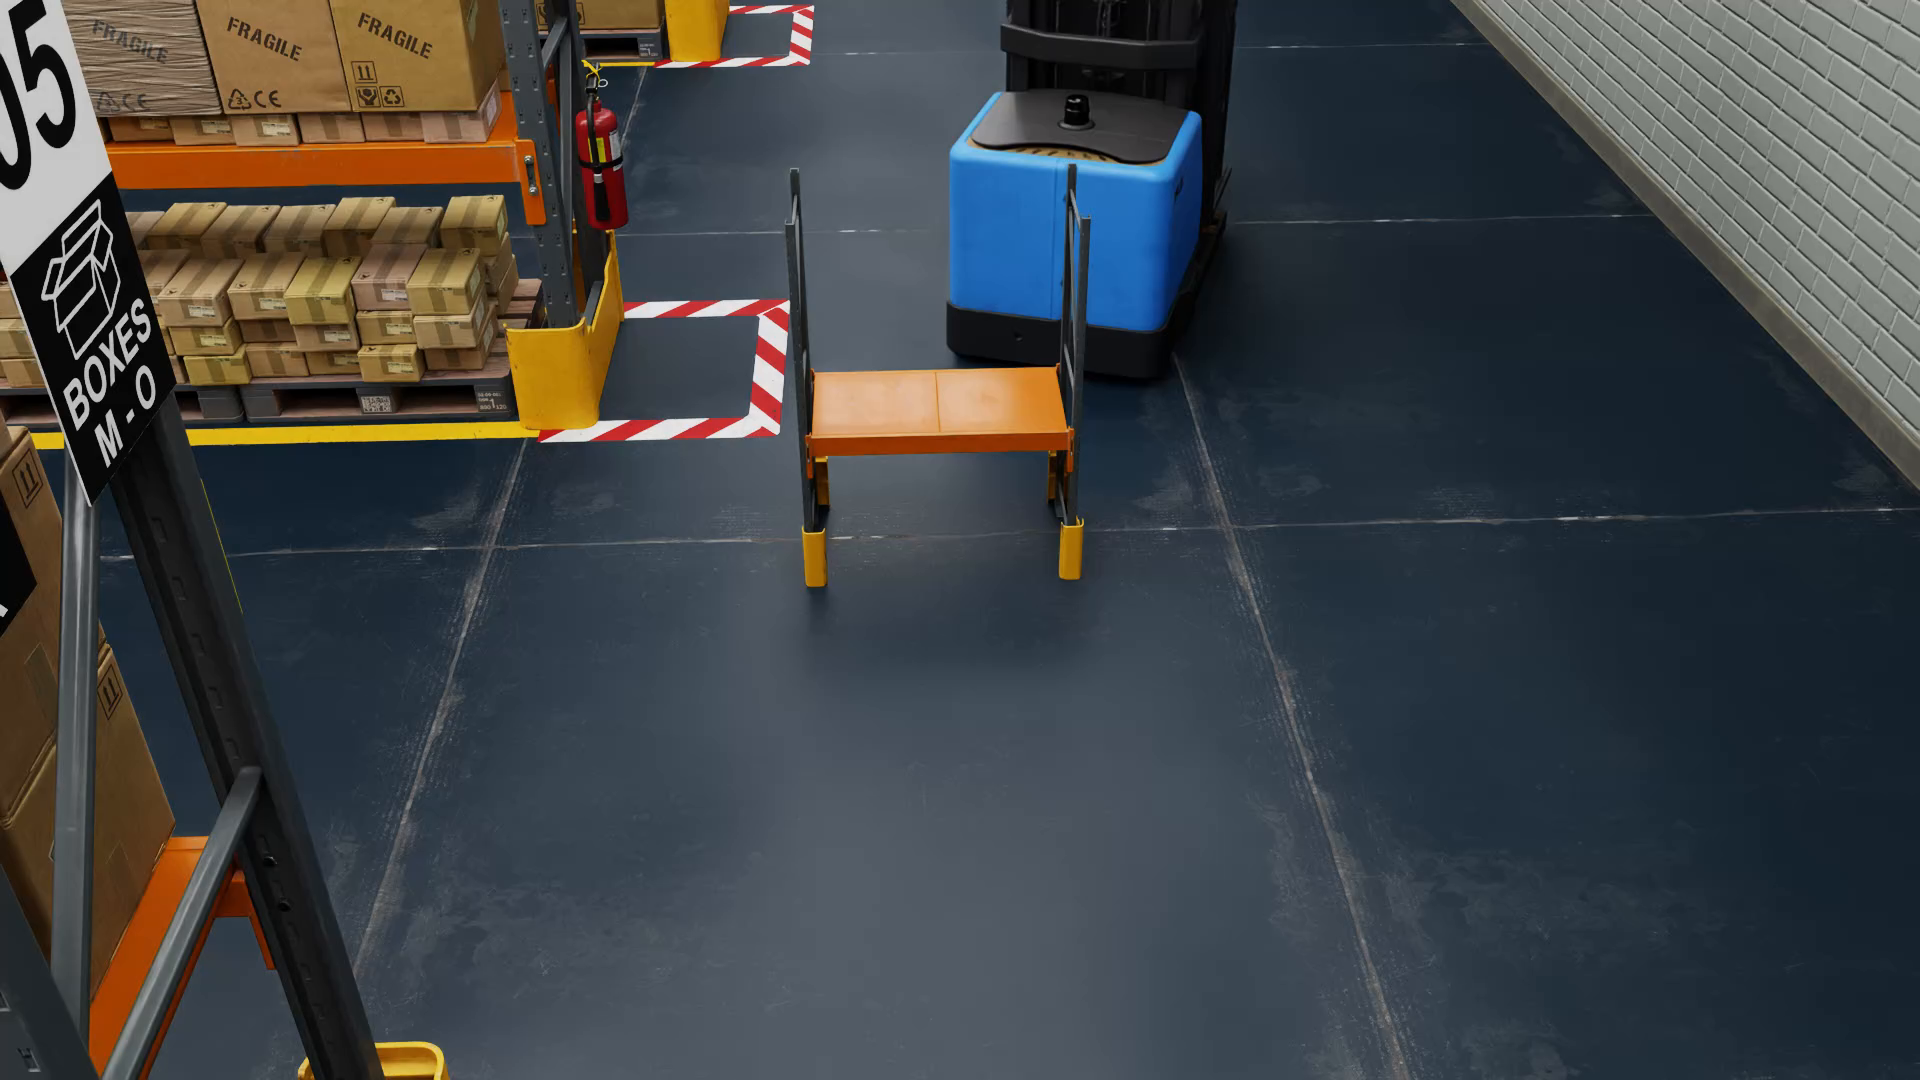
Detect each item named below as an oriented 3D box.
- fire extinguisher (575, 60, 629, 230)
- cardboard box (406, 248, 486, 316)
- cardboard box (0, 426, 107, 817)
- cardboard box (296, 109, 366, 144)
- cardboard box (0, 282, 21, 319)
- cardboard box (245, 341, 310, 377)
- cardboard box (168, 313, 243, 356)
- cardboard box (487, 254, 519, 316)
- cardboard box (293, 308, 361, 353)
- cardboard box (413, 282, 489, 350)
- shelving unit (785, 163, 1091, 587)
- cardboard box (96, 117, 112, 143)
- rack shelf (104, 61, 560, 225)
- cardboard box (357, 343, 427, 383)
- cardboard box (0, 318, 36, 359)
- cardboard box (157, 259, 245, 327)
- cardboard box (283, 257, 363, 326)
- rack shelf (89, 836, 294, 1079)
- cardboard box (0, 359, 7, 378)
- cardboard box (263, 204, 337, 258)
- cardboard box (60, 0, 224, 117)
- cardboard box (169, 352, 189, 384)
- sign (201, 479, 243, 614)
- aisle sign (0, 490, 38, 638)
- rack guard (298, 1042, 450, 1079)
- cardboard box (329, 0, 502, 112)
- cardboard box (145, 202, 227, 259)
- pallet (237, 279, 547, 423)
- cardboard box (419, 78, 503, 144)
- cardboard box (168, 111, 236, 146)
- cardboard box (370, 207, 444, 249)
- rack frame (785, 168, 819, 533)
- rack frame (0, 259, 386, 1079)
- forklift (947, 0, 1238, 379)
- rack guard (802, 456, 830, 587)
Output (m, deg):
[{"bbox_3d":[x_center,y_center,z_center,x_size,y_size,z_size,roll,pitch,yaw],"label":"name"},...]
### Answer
[{"bbox_3d":[-1.488,-1.622,6.854,0.183,0.674,0.296,-2,35,-2],"label":"fire extinguisher"},{"bbox_3d":[-2.278,-1.150,7.389,0.250,0.149,0.380,-1,35,-2],"label":"cardboard box"},{"bbox_3d":[-1.919,0.147,2.936,0.500,0.500,0.500,-2,35,-3],"label":"cardboard box"},{"bbox_3d":[-2.573,-1.790,6.921,0.250,0.149,0.380,-2,35,-3],"label":"cardboard box"},{"bbox_3d":[-4.089,-1.135,7.368,0.250,0.149,0.380,-3,35,-4],"label":"cardboard box"},{"bbox_3d":[-3.043,-0.894,7.542,0.250,0.149,0.380,-1,35,-2],"label":"cardboard box"},{"bbox_3d":[-3.310,-0.973,7.395,0.250,0.149,0.380,-1,35,-2],"label":"cardboard box"},{"bbox_3d":[-2.300,-1.231,8.029,0.250,0.149,0.380,-1,35,-1],"label":"cardboard box"},{"bbox_3d":[-2.794,-0.994,7.426,0.250,0.149,0.380,-3,35,-4],"label":"cardboard box"},{"bbox_3d":[-2.275,-1.009,7.447,0.250,0.149,0.380,-2,35,-4],"label":"cardboard box"},{"bbox_3d":[-0.076,-0.615,6.320,1.083,1.500,0.587,-2,35,-2],"label":"shelving unit"},{"bbox_3d":[-3.629,-1.789,6.920,0.250,0.149,0.380,-1,35,-1],"label":"cardboard box"},{"bbox_3d":[-3.759,-1.713,7.222,4.000,0.370,1.077,-2,35,-2],"label":"rack shelf"},{"bbox_3d":[-2.529,-0.866,7.502,0.250,0.149,0.380,-1,35,-1],"label":"cardboard box"},{"bbox_3d":[-4.088,-0.961,7.378,0.250,0.149,0.380,-2,35,-3],"label":"cardboard box"},{"bbox_3d":[-3.312,-1.087,7.298,0.250,0.149,0.380,0,35,0],"label":"cardboard box"},{"bbox_3d":[-2.784,-1.096,7.312,0.250,0.149,0.380,-2,35,-3],"label":"cardboard box"},{"bbox_3d":[-3.424,1.098,3.160,4.000,0.370,1.077,-2,35,-2],"label":"rack shelf"},{"bbox_3d":[-4.348,-0.889,7.534,0.250,0.149,0.380,-3,35,-4],"label":"cardboard box"},{"bbox_3d":[-3.072,-1.424,7.784,0.250,0.149,0.380,-3,35,-5],"label":"cardboard box"},{"bbox_3d":[-3.218,-2.038,6.710,0.500,0.500,0.500,-1,35,-2],"label":"cardboard box"},{"bbox_3d":[-3.569,-0.856,7.487,0.250,0.149,0.380,-1,35,-1],"label":"cardboard box"},{"bbox_3d":[-1.446,0.044,3.220,0.005,0.325,0.100,-2,35,-2],"label":"sign"},{"bbox_3d":[-1.339,-0.147,2.042,0.004,0.787,0.394,-2,35,-2],"label":"aisle sign"},{"bbox_3d":[-1.402,1.775,3.746,0.348,0.500,1.175,-2,35,-2],"label":"rack guard"},{"bbox_3d":[-2.198,-2.068,6.753,0.500,0.500,0.500,-1,35,-1],"label":"cardboard box"},{"bbox_3d":[-3.614,-1.440,7.809,0.250,0.149,0.380,-1,35,-1],"label":"cardboard box"},{"bbox_3d":[-2.650,-0.913,7.883,1.213,0.211,1.003,-2,35,-2],"label":"pallet"},{"bbox_3d":[-2.073,-1.790,6.922,0.250,0.149,0.380,-1,35,-2],"label":"cardboard box"},{"bbox_3d":[-3.092,-1.779,6.906,0.250,0.149,0.380,-3,35,-4],"label":"cardboard box"},{"bbox_3d":[-2.570,-1.411,7.767,0.250,0.149,0.380,-1,35,-1],"label":"cardboard box"},{"bbox_3d":[-0.593,-0.601,6.300,0.032,1.500,0.500,-2,35,-2],"label":"rack frame"},{"bbox_3d":[-1.426,0.748,3.033,0.127,3.000,1.000,-2,35,-2],"label":"rack frame"},{"bbox_3d":[0.835,-2.789,8.204,1.130,2.935,3.031,9,36,13],"label":"forklift"},{"bbox_3d":[-0.574,-0.087,6.657,0.087,0.250,0.587,-2,35,-2],"label":"rack guard"}]
